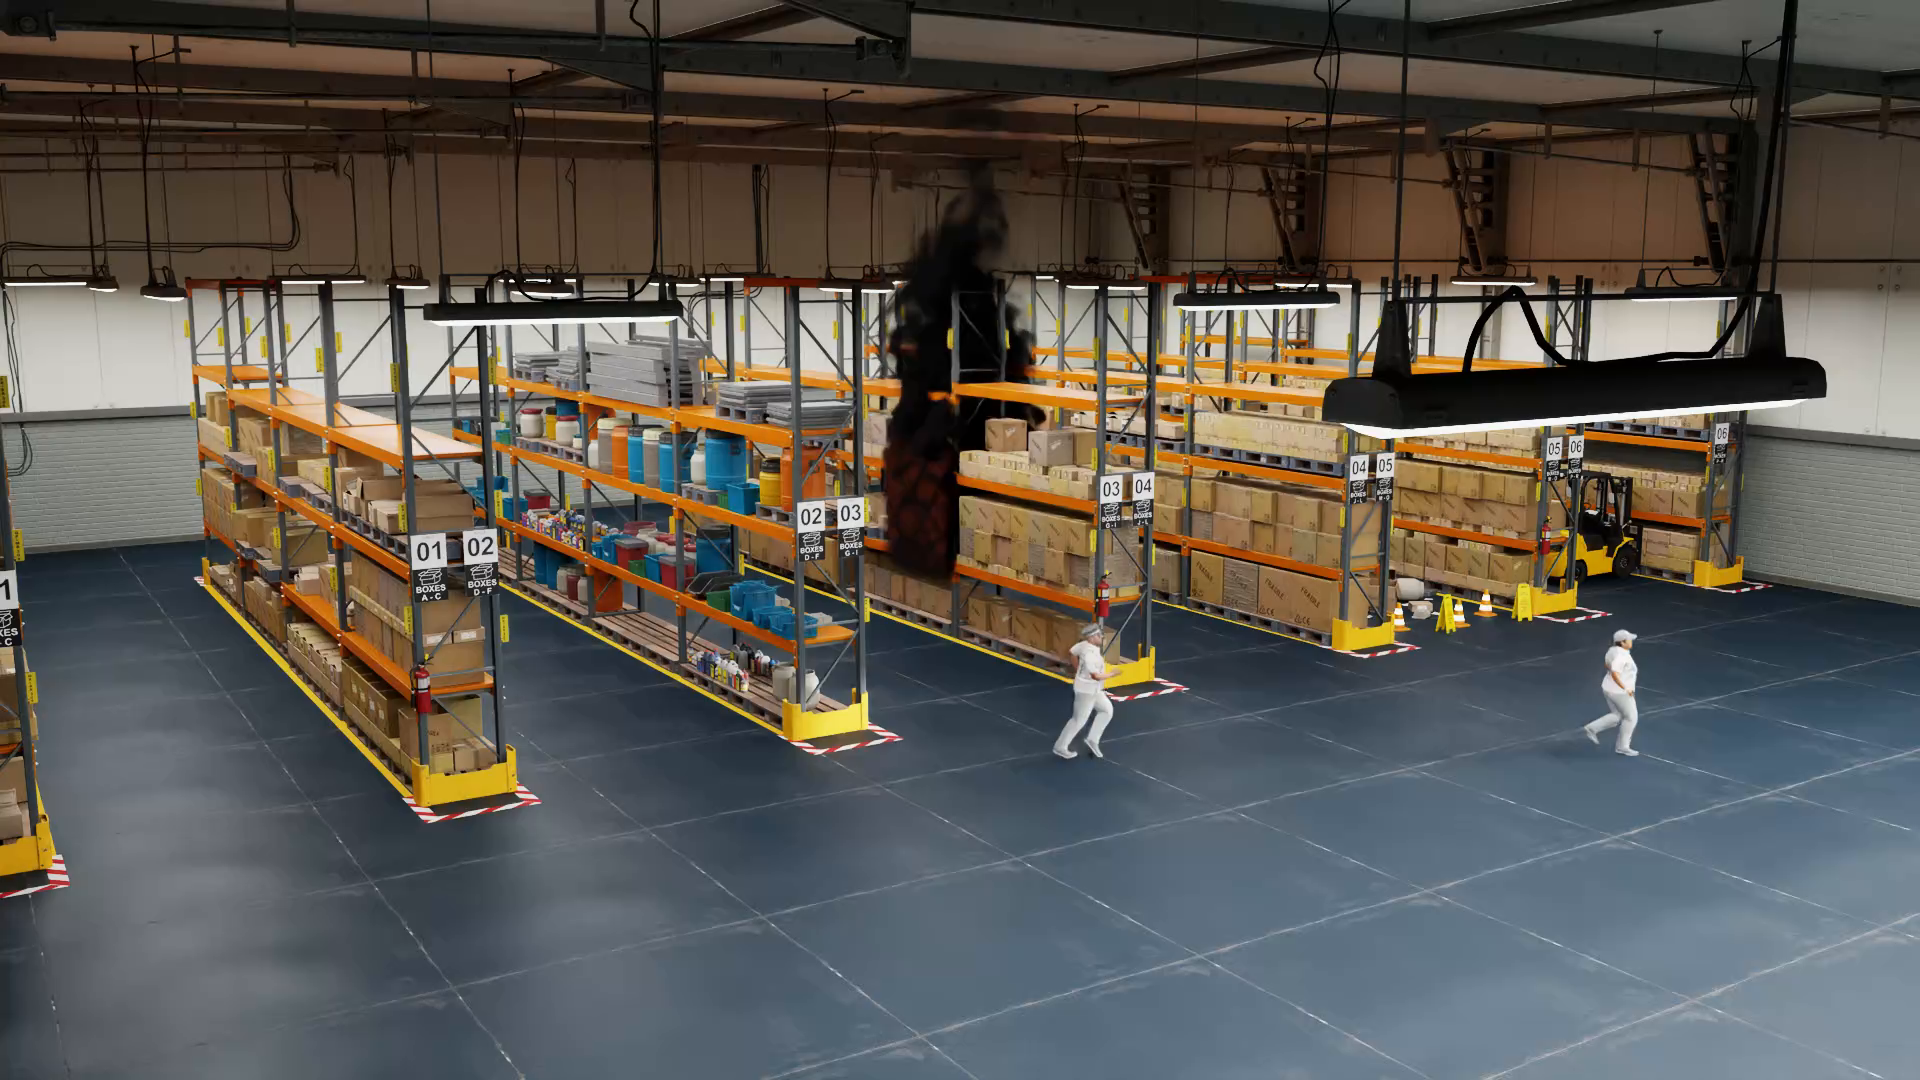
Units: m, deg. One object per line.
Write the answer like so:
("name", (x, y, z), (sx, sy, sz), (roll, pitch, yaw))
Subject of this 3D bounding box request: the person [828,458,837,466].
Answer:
("person", (-3.187, -1.348, 40.965), (0.574, 1.687, 0.717), (4, 11, 25))

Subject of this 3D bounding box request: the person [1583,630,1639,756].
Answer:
("person", (8.460, 1.966, 21.474), (0.686, 1.660, 0.602), (1, 10, 4))

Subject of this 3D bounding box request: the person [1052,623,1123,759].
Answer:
("person", (1.633, 1.934, 21.224), (0.896, 1.808, 0.674), (1, 10, 3))
